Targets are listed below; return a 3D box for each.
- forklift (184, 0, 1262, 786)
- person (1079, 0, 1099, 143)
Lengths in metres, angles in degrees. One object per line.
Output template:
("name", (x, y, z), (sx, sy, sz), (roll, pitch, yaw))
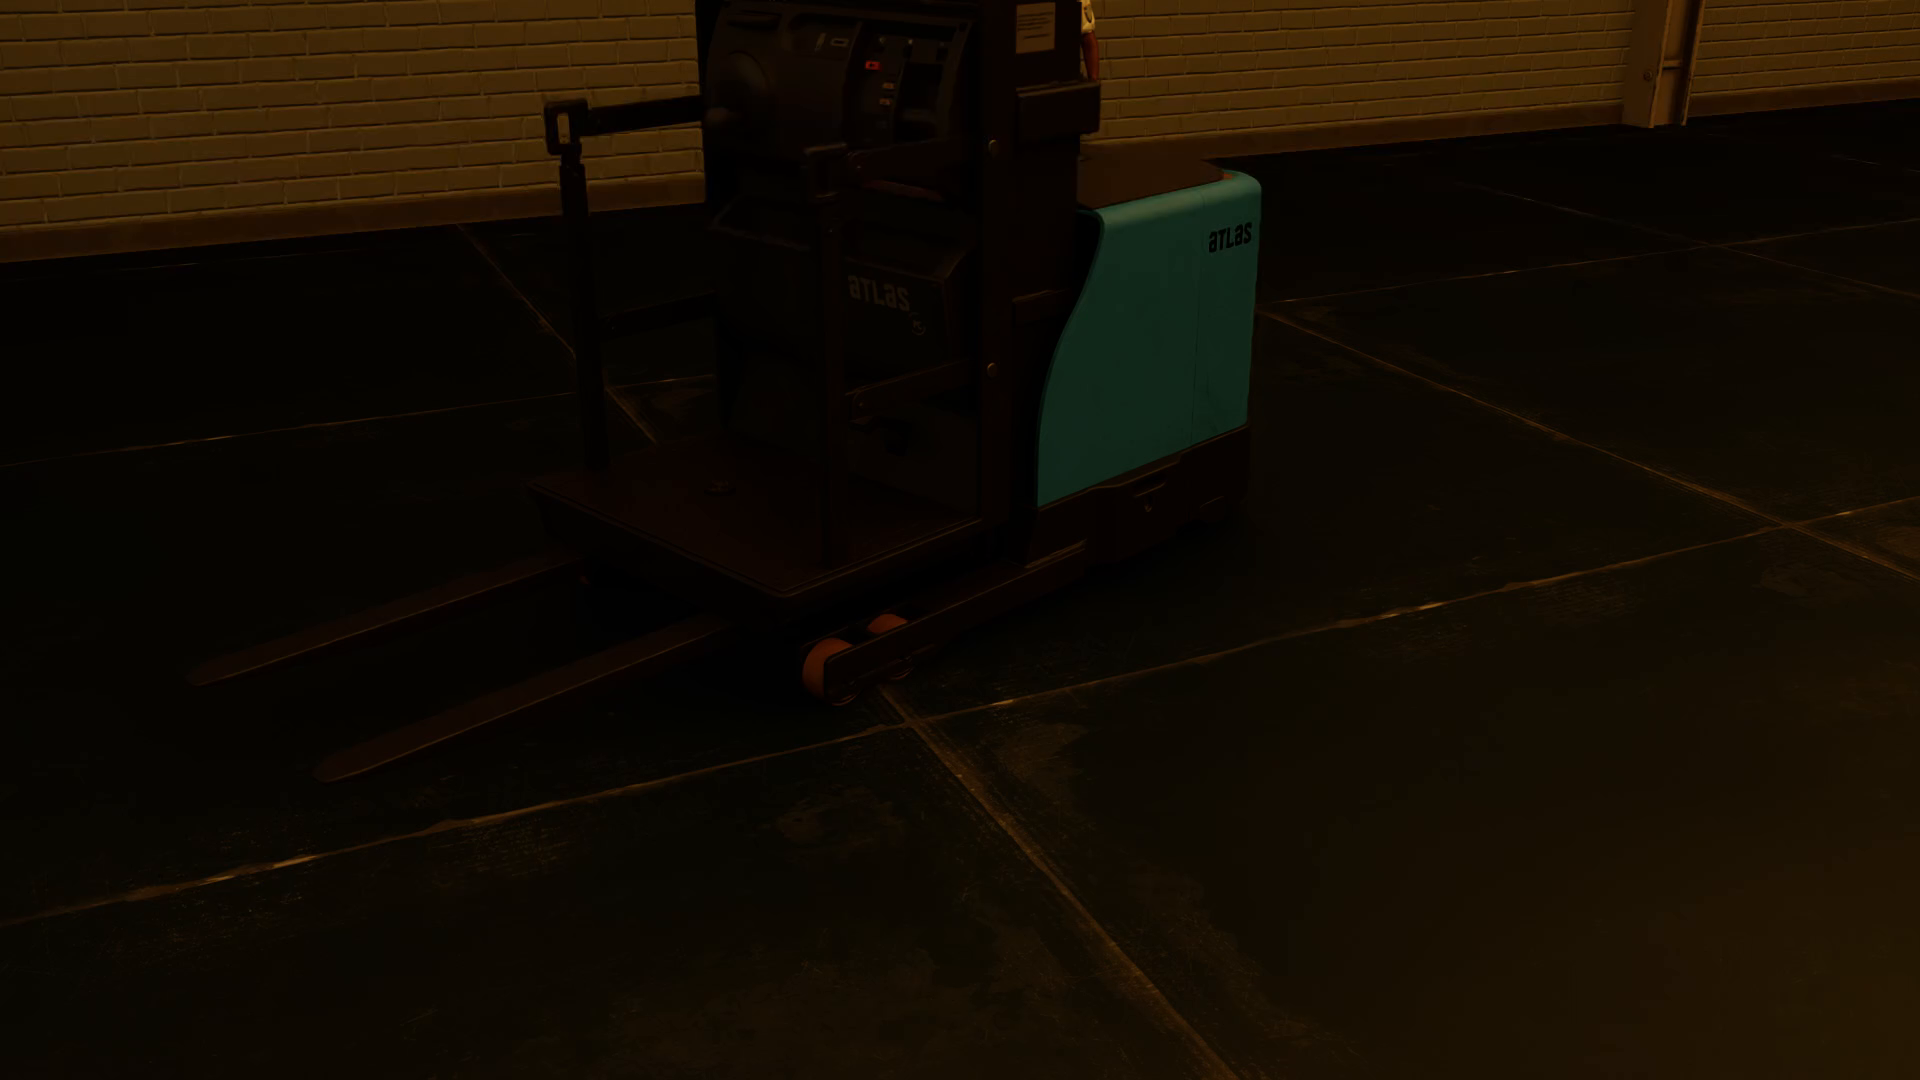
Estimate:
("forklift", (-0.473, -1.164, 4.089), (1.130, 2.935, 3.031), (20, 30, 40))
("person", (0.416, -2.207, 8.266), (0.594, 1.661, 0.407), (4, 23, 10))
